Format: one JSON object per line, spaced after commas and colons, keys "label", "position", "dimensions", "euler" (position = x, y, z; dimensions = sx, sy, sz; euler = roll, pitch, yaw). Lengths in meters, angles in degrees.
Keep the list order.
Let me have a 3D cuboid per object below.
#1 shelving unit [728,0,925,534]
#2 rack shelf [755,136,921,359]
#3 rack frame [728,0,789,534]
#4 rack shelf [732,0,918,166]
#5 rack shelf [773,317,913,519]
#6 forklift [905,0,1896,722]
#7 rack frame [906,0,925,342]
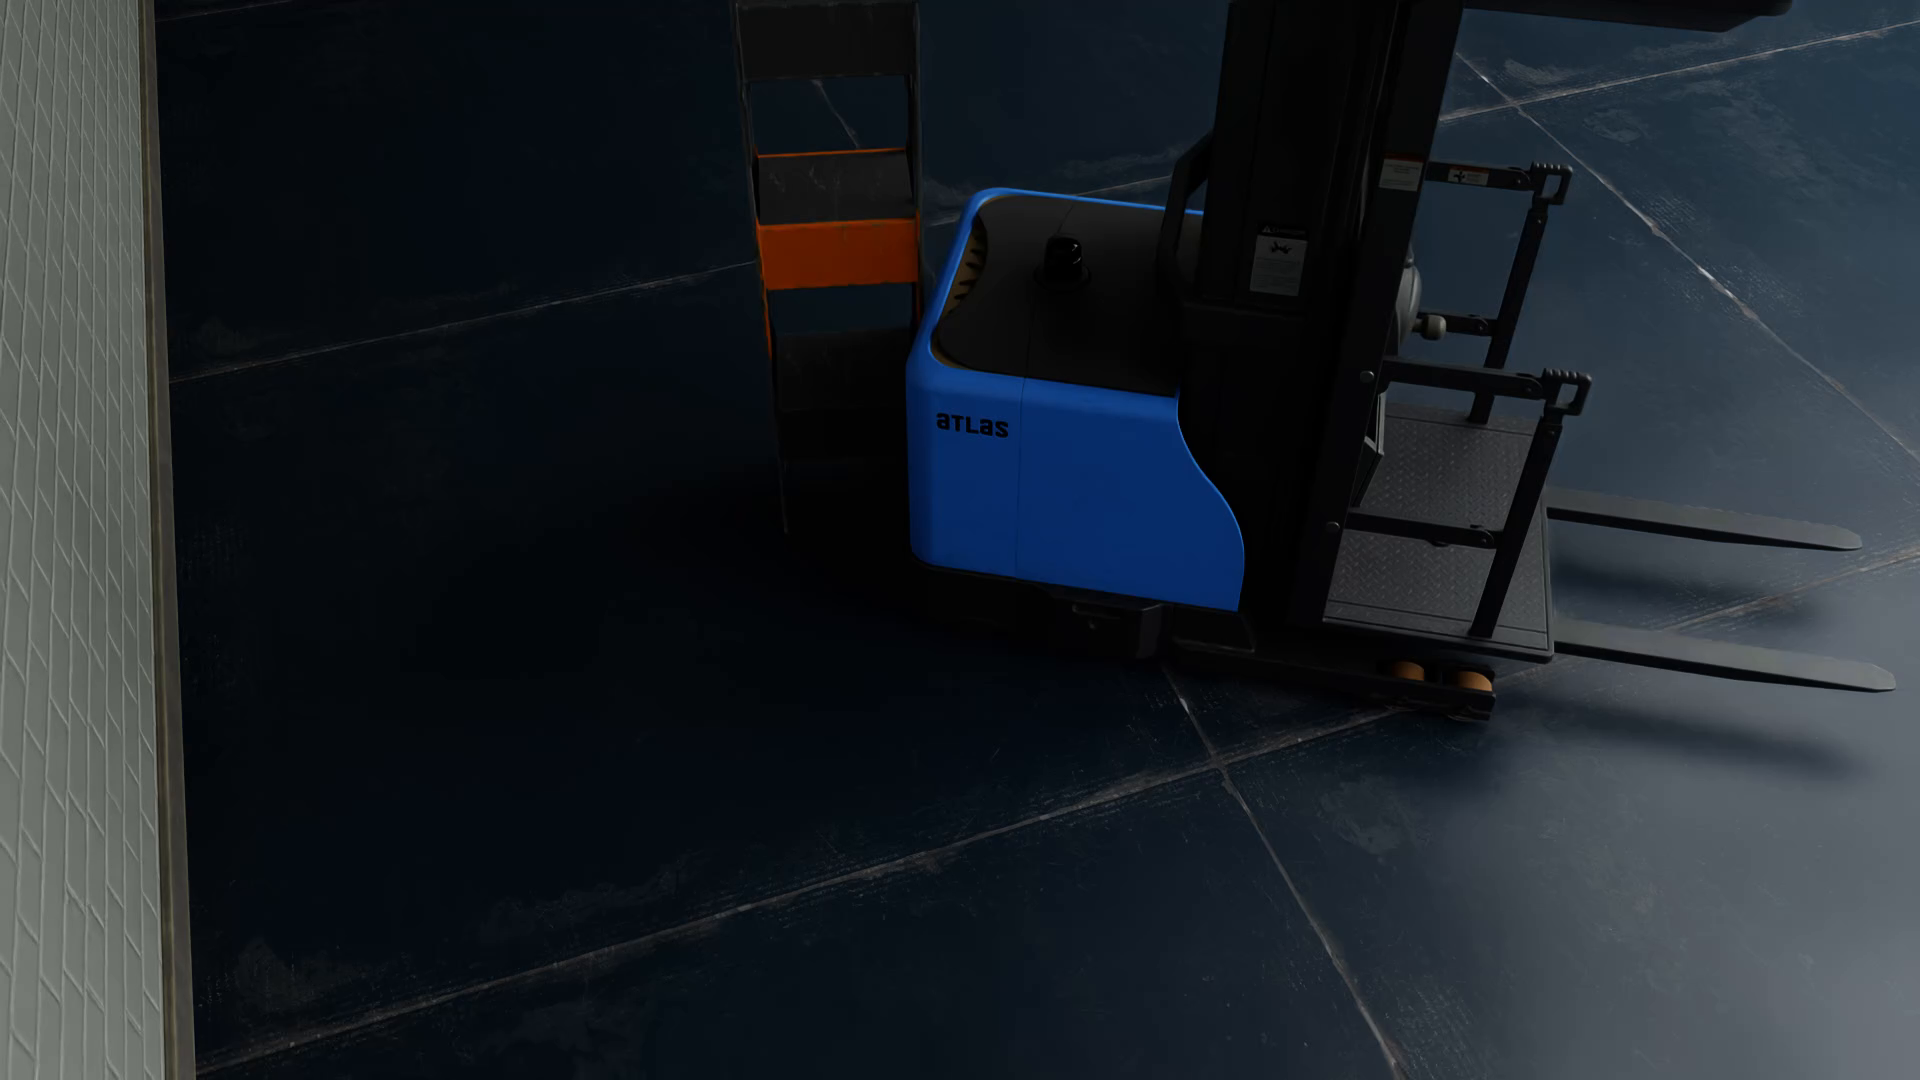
{"label": "shelving unit", "position": [-0.379, -0.921, 5.186], "dimensions": [0.503, 2.100, 0.431], "euler": [-4, 45, -4]}
{"label": "rack shelf", "position": [-0.379, -0.912, 5.196], "dimensions": [0.480, 0.518, 0.431], "euler": [-4, 45, -4]}
{"label": "rack frame", "position": [-0.622, -0.905, 5.169], "dimensions": [0.015, 2.100, 0.400], "euler": [-4, 45, -4]}
{"label": "rack shelf", "position": [-0.379, -1.406, 4.700], "dimensions": [0.480, 0.518, 0.431], "euler": [-4, 45, -4]}
{"label": "rack shelf", "position": [-0.379, -0.418, 5.691], "dimensions": [0.480, 0.518, 0.431], "euler": [-4, 45, -4]}
{"label": "forklift", "position": [1.399, -0.882, 4.560], "dimensions": [3.031, 2.935, 1.130], "euler": [8, 46, 8]}
{"label": "rack frame", "position": [-0.136, -0.938, 5.203], "dimensions": [0.015, 2.100, 0.400], "euler": [-4, 45, -4]}
